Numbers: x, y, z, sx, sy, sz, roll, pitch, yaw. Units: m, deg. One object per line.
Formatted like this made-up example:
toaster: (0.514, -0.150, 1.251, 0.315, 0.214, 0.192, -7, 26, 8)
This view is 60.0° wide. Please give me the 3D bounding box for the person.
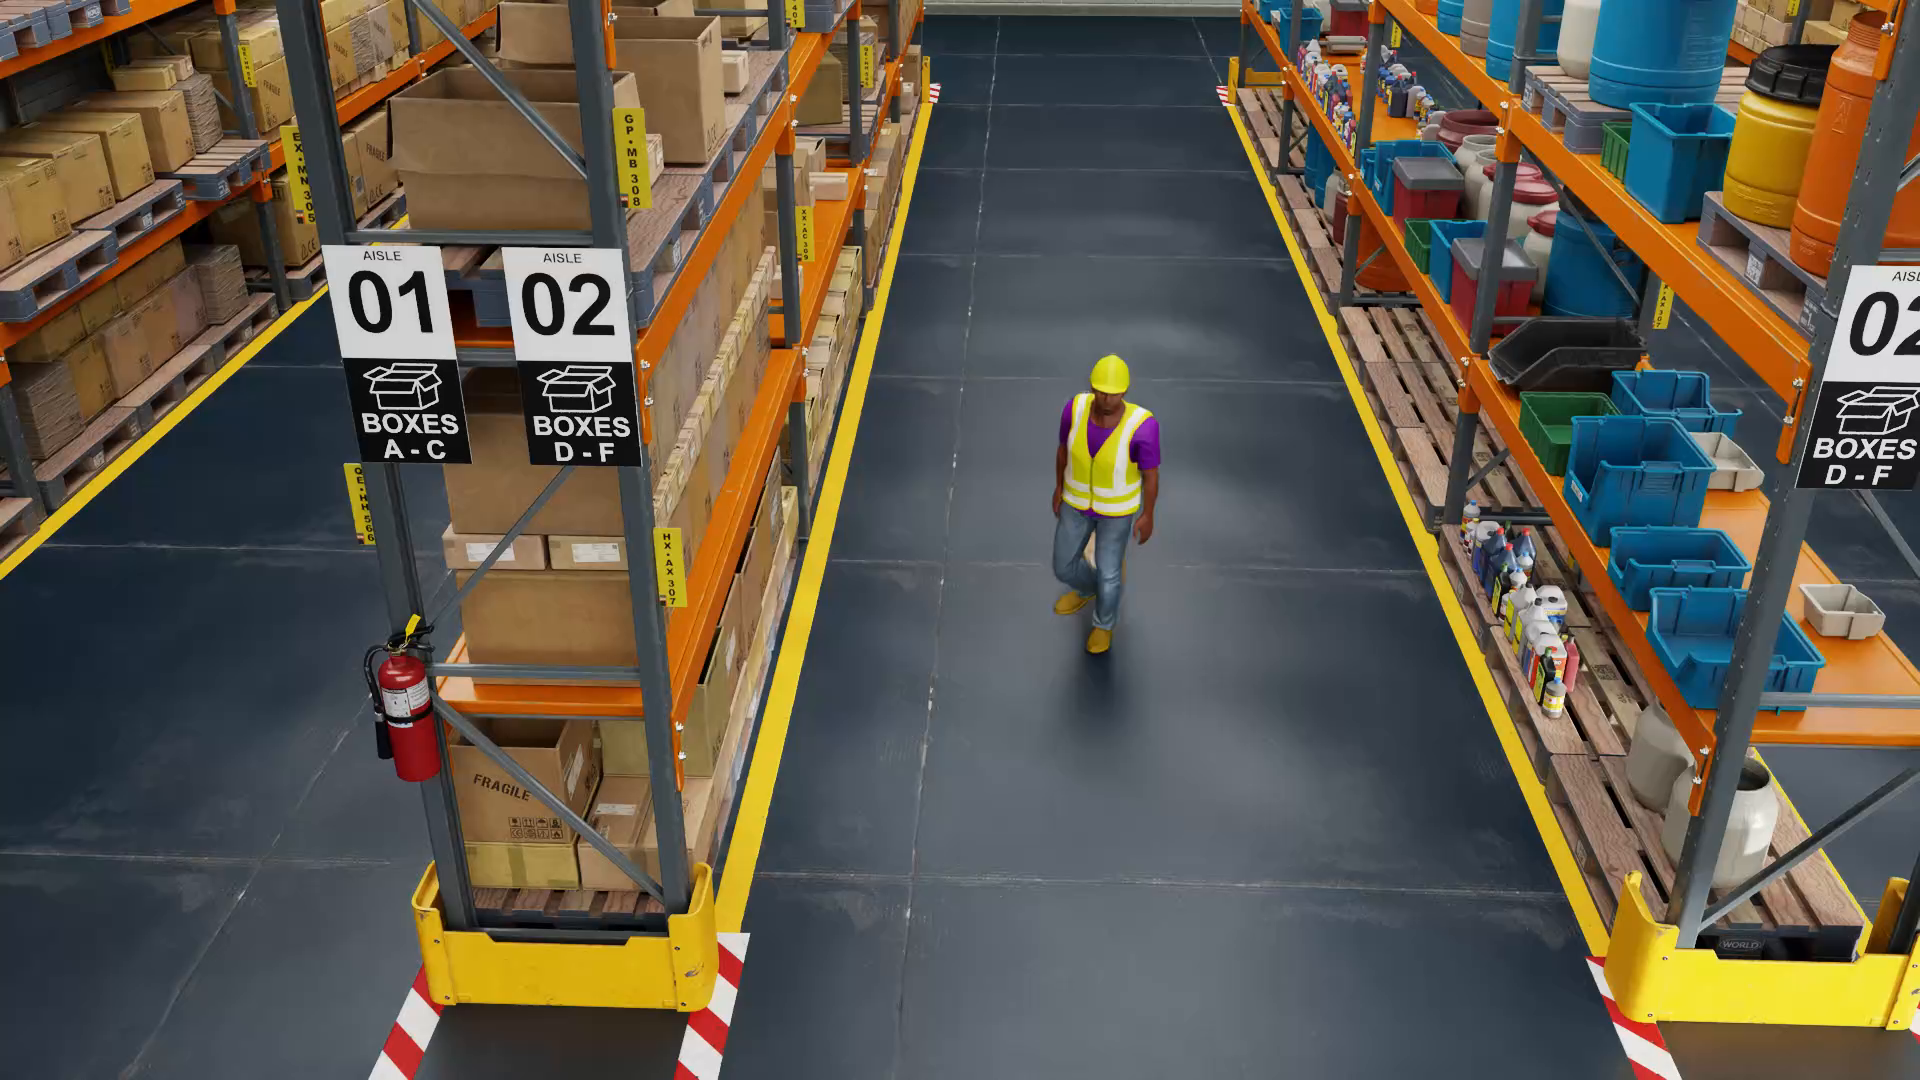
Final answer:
person: (0.773, -0.203, 8.967, 0.614, 1.753, 0.547, 12, 30, 21)
